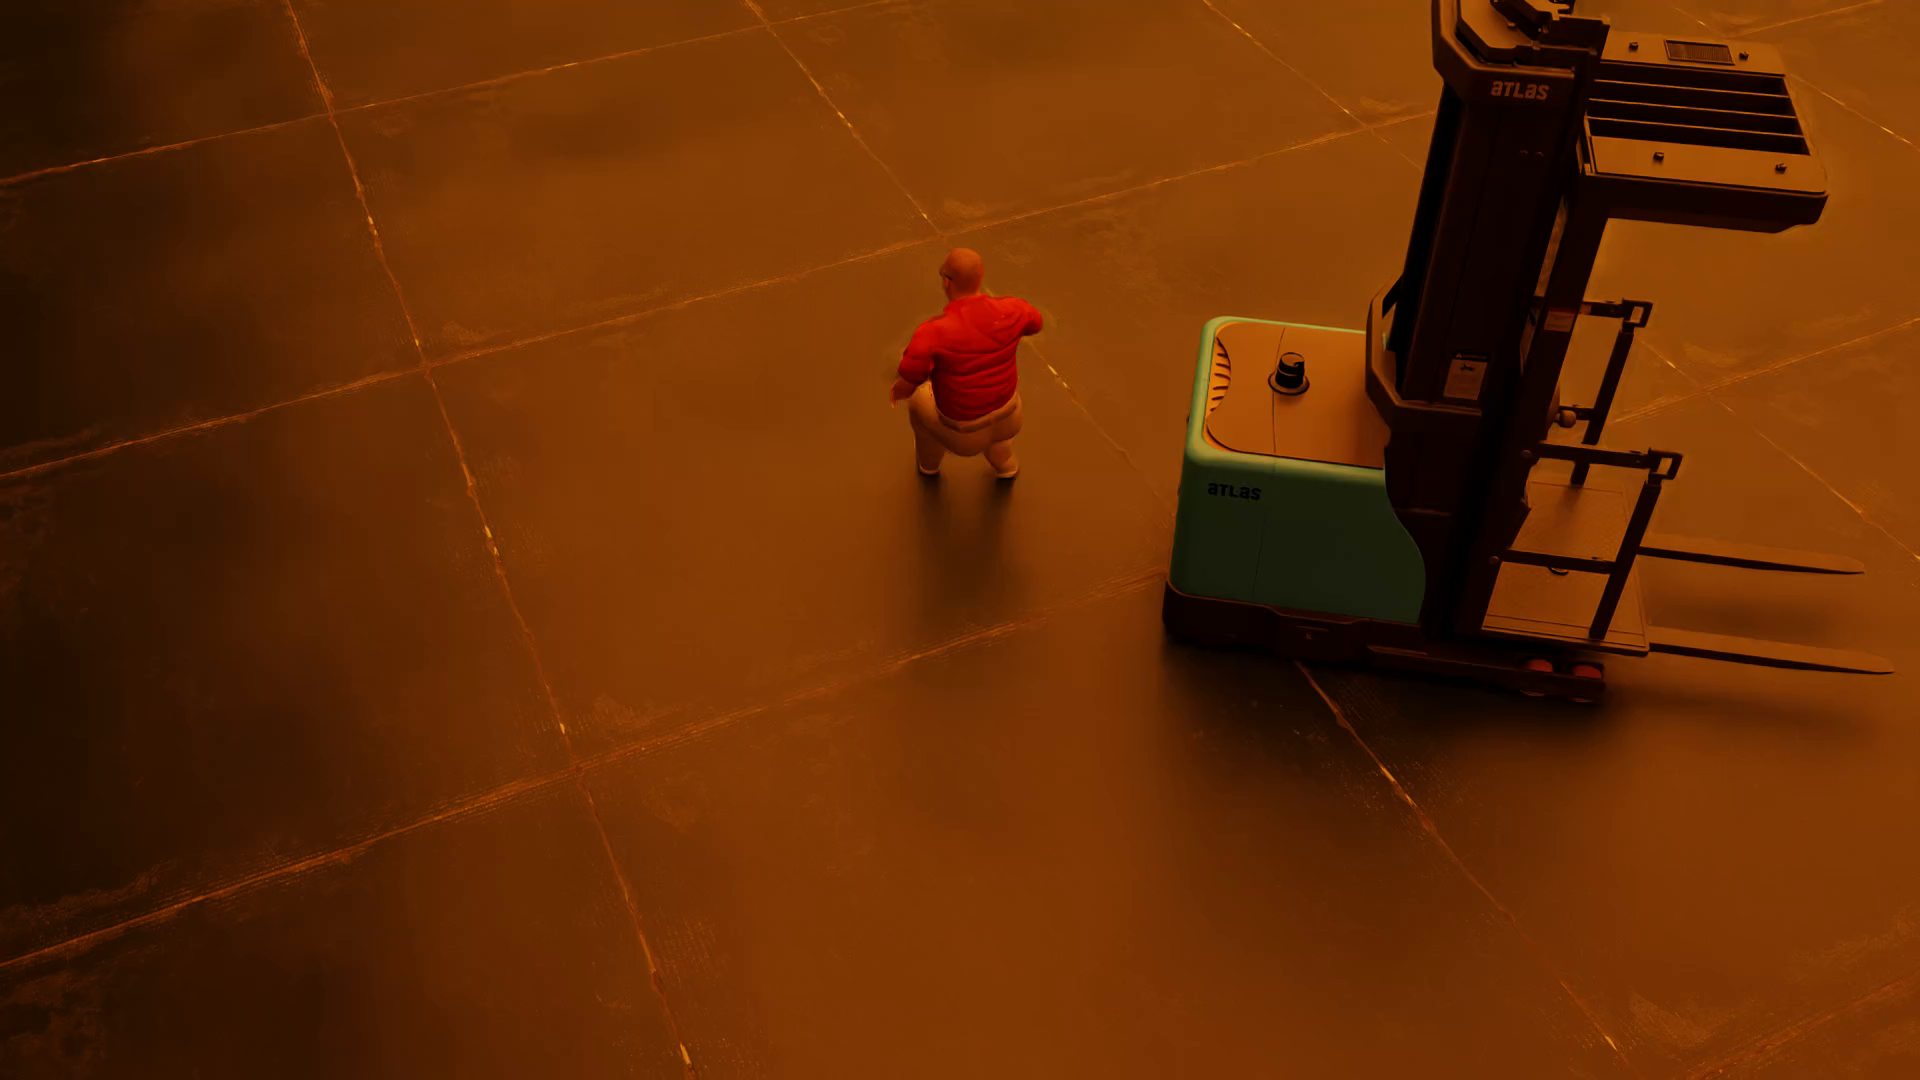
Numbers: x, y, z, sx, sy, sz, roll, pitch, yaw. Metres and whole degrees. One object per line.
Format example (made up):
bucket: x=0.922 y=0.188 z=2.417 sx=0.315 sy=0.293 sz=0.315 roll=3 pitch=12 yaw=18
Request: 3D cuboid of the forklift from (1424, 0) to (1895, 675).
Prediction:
forklift: x=2.535 y=-0.746 z=6.526 sx=2.884 sy=2.867 sz=1.101 roll=7 pitch=44 yaw=8
